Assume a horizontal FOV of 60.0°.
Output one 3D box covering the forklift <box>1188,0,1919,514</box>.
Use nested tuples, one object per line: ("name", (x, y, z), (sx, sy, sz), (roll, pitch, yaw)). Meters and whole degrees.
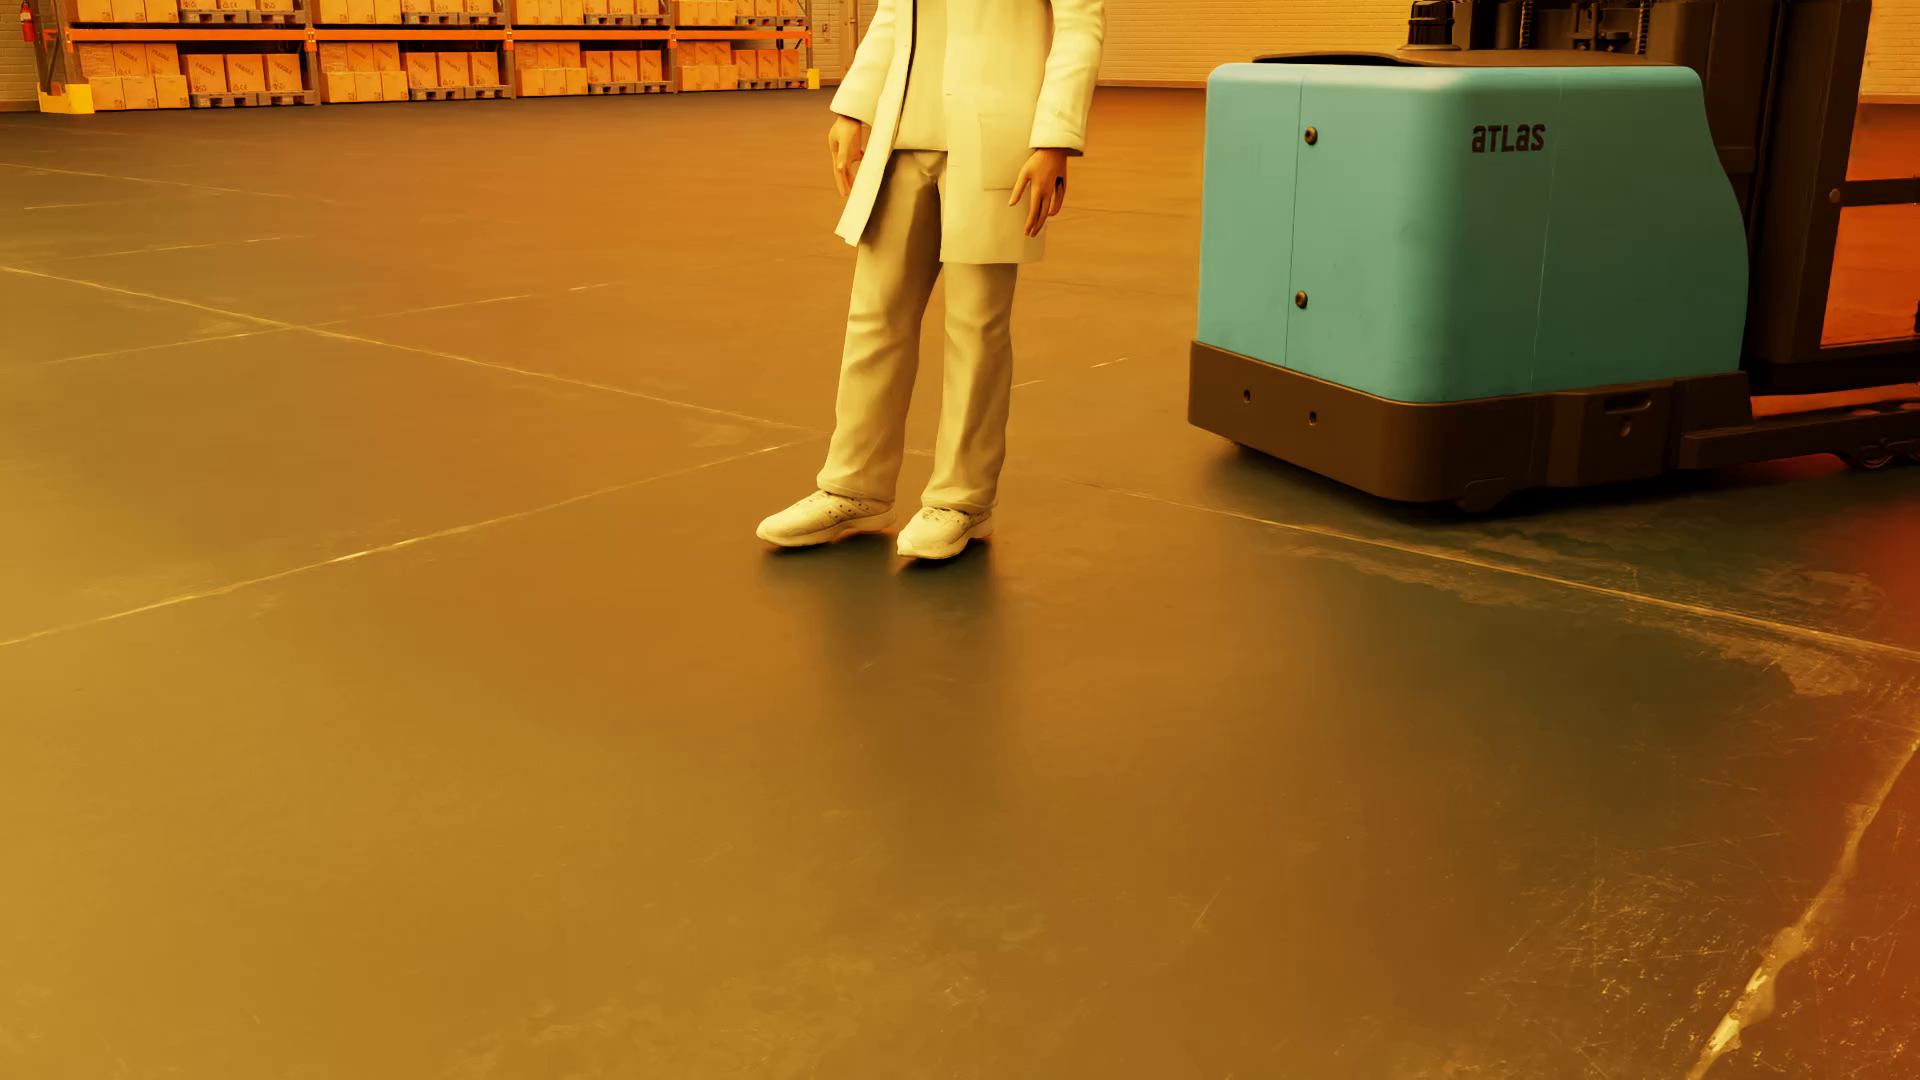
("forklift", (2.224, -1.731, 4.597), (3.031, 2.935, 1.130), (-7, 18, -23))

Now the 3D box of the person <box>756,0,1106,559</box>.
("person", (-0.061, -0.838, 3.617), (0.698, 1.777, 0.580), (13, 21, 37))
